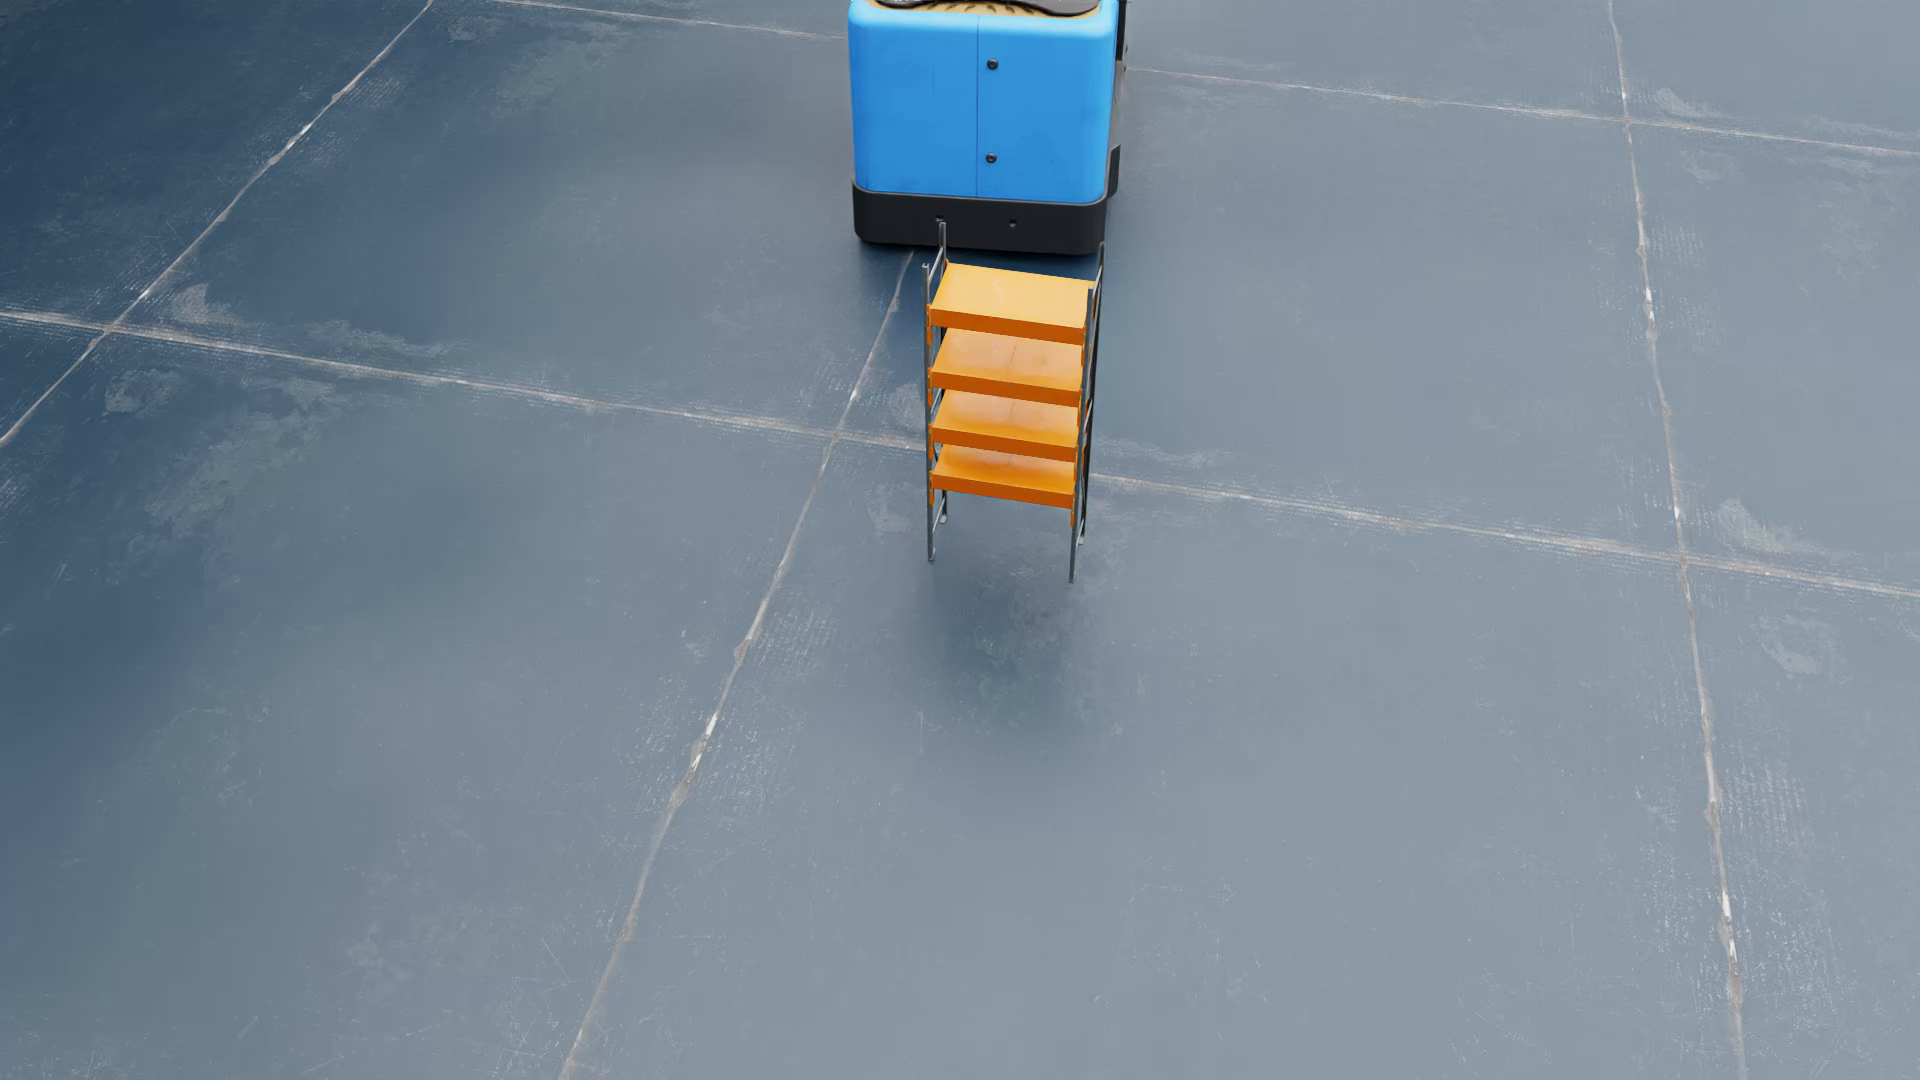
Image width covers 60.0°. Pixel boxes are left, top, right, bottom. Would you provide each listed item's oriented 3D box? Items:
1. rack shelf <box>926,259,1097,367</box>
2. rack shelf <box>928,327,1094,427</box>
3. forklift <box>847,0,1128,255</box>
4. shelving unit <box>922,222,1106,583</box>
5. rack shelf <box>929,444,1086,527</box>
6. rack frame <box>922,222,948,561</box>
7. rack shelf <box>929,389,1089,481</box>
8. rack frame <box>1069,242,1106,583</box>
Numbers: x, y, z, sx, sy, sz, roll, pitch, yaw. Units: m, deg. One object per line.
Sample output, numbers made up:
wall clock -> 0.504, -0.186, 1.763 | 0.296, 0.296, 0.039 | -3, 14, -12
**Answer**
rack shelf -> 0.162, -0.690, 5.035 | 0.480, 0.148, 0.258 | 9, 45, 9
rack shelf -> 0.162, -0.520, 5.199 | 0.480, 0.148, 0.258 | 9, 45, 9
forklift -> 0.232, -3.256, 7.019 | 1.130, 2.935, 3.031 | 4, 44, 5
shelving unit -> 0.162, -0.407, 5.308 | 0.503, 1.200, 0.258 | 9, 45, 9
rack shelf -> 0.162, -0.216, 5.492 | 0.480, 0.148, 0.258 | 9, 45, 9
rack frame -> -0.077, -0.444, 5.346 | 0.015, 1.200, 0.240 | 9, 45, 9
rack shelf -> 0.162, -0.359, 5.355 | 0.480, 0.148, 0.258 | 9, 45, 9
rack frame -> 0.400, -0.370, 5.269 | 0.015, 1.200, 0.240 | 9, 45, 9
